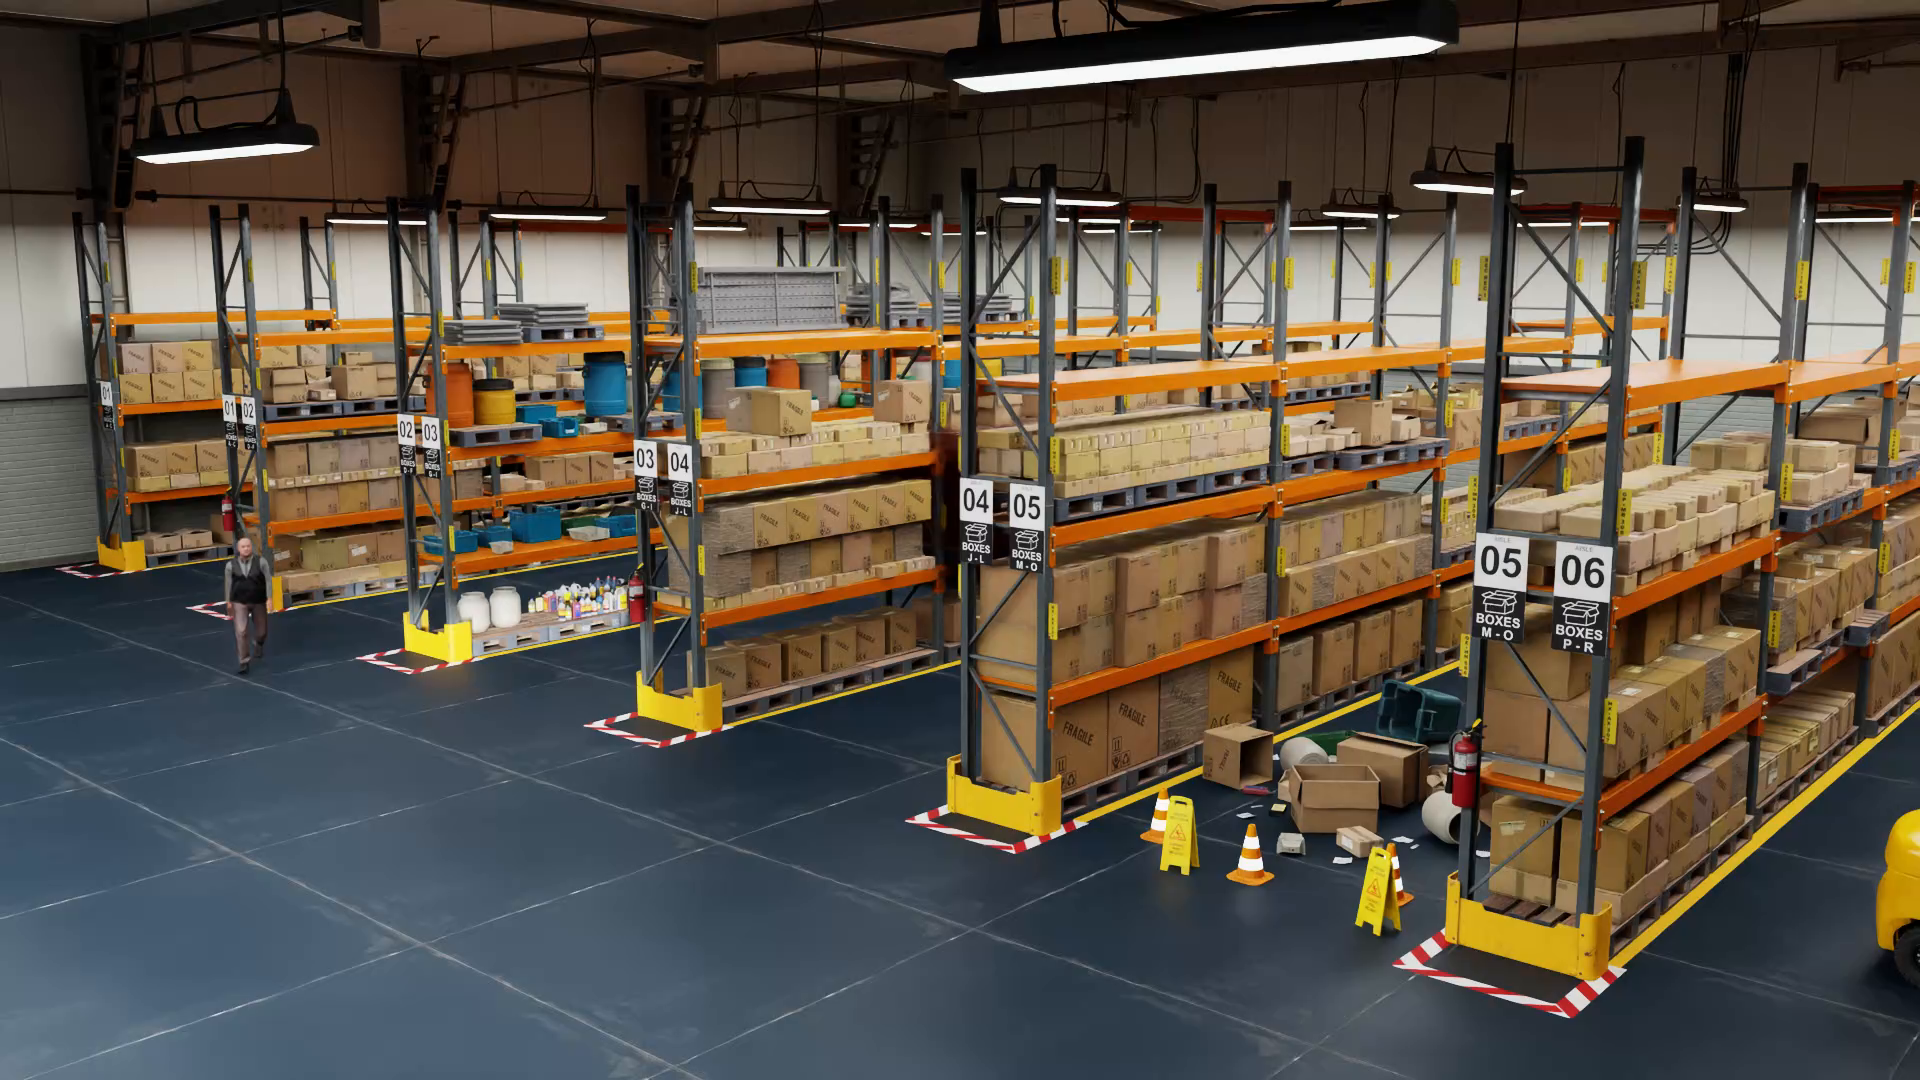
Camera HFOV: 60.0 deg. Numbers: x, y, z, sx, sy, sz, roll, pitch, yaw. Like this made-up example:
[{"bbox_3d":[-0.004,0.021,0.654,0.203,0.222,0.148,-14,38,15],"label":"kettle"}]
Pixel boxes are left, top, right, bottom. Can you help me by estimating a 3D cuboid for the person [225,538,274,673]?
[{"bbox_3d":[-9.121,0.799,21.347,0.568,1.688,0.932,-4,10,-21],"label":"person"}]
